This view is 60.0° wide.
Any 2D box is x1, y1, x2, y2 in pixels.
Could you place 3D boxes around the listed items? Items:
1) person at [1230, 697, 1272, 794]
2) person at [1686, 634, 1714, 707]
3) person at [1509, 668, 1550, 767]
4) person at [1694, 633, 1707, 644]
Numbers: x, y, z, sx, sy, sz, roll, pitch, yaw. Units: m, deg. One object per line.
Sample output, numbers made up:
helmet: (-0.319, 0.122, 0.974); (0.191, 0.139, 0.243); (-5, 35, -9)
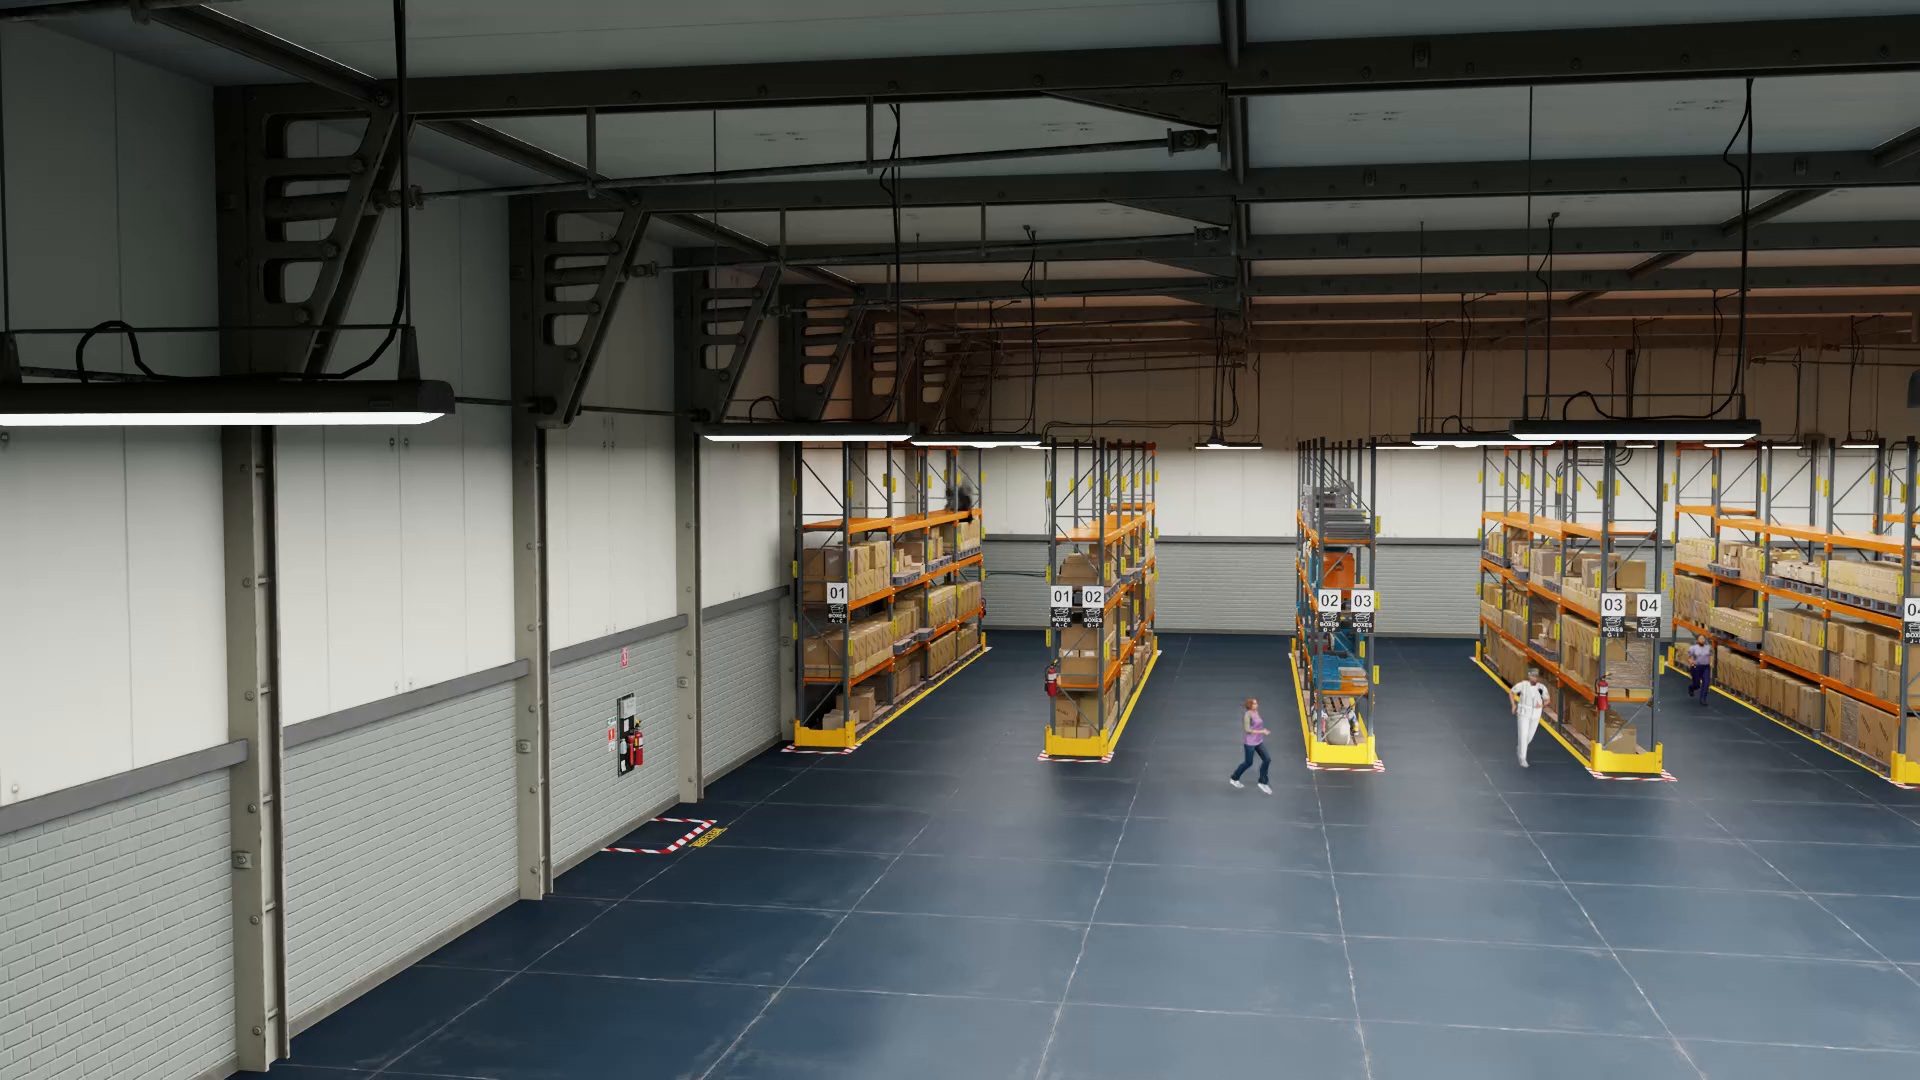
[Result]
person: (4.920, 3.454, 28.039); (0.733, 1.617, 0.541); (2, 4, 39)
person: (16.781, 2.939, 37.645); (0.621, 1.603, 0.769); (0, 3, 8)
person: (10.485, 3.239, 30.589); (0.683, 1.807, 0.890); (0, 3, 3)
person: (20.374, 2.450, 45.759); (0.814, 1.724, 0.858); (-3, 4, -45)
